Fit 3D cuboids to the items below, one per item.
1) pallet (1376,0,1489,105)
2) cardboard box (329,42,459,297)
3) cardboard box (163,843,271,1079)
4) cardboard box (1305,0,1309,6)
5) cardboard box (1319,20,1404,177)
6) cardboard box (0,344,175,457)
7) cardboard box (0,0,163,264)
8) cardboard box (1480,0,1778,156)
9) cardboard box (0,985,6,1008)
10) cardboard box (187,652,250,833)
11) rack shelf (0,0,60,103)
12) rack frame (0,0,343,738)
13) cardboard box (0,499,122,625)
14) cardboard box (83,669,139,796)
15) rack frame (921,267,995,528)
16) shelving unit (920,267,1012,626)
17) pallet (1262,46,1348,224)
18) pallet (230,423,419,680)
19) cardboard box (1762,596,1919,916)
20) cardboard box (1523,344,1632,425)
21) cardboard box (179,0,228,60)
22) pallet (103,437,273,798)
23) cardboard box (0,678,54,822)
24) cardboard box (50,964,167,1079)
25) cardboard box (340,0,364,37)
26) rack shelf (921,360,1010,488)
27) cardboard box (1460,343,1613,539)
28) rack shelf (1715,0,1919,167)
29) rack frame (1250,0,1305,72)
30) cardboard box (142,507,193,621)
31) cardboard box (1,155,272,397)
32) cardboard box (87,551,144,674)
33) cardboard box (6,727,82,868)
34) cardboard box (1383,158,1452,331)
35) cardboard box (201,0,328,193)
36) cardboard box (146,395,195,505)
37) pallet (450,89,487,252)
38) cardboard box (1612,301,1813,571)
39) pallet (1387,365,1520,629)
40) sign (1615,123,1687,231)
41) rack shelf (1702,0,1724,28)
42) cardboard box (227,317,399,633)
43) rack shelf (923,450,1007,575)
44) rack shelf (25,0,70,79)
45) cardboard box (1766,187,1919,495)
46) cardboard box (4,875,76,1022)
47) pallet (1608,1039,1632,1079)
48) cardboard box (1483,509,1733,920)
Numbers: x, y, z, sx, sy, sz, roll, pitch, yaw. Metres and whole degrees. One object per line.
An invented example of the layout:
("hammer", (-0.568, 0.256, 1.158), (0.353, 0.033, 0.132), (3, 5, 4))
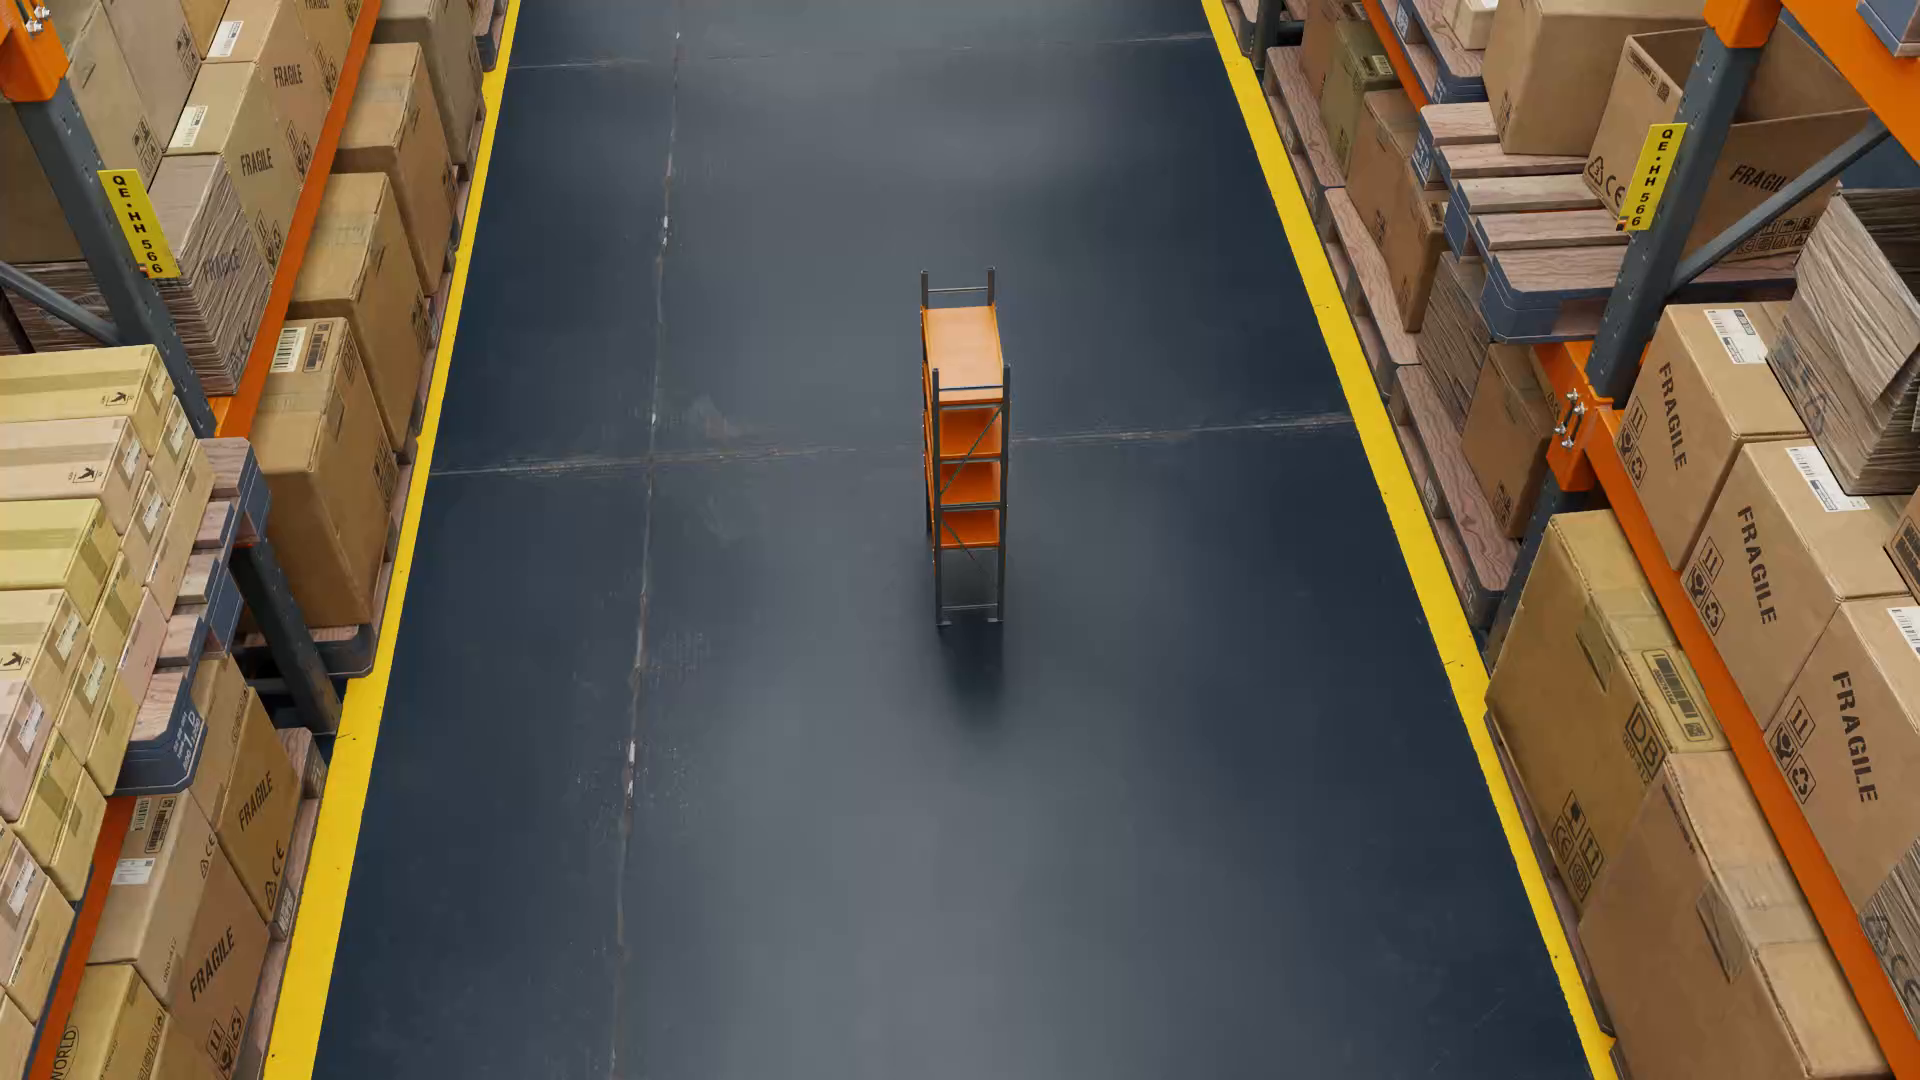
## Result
("pallet", (2.135, -1.975, 6.186), (1.003, 0.211, 1.213), (-3, 47, -3))
("cardboard box", (-2.726, -1.506, 6.870), (1.050, 0.750, 0.750), (-3, 47, -3))
("cardboard box", (-2.254, 1.169, 4.510), (0.500, 0.500, 0.500), (-2, 47, -2))
("cardboard box", (2.013, -3.082, 8.535), (0.500, 0.500, 0.500), (-5, 47, -5))
("cardboard box", (2.058, -2.005, 7.501), (0.700, 0.500, 0.500), (-4, 47, -4))
("cardboard box", (-2.112, -0.318, 3.960), (0.380, 0.149, 0.250), (-5, 47, -5))
("cardboard box", (-2.637, -1.086, 4.455), (0.700, 0.500, 0.500), (-4, 47, -4))
("cardboard box", (2.110, -1.576, 5.318), (0.700, 0.500, 0.500), (3, 47, 3))
("cardboard box", (-1.983, 0.907, 3.004), (0.380, 0.149, 0.250), (-4, 47, -4))
("cardboard box", (-2.291, 0.554, 4.576), (0.500, 0.250, 0.500), (-4, 47, -4))
("rack shelf", (-2.442, 0.280, 2.348), (1.077, 0.370, 4.000), (-3, 47, -3))
("rack frame", (-2.610, -0.382, 4.546), (1.000, 3.000, 0.127), (-3, 47, -3))
("cardboard box", (-2.071, 0.053, 3.608), (0.380, 0.149, 0.250), (-2, 47, -2))
("cardboard box", (-2.052, 0.435, 3.656), (0.380, 0.149, 0.250), (-4, 47, -4))
("rack frame", (-0.007, -0.469, 5.868), (0.240, 1.200, 0.015), (-3, 47, -3))
("shelving unit", (0.014, -0.293, 5.701), (0.258, 1.200, 0.503), (-3, 47, -3))
("pallet", (2.073, -1.983, 7.982), (1.003, 0.211, 1.213), (-3, 47, -3))
("pallet", (-2.601, 0.001, 6.103), (1.003, 0.211, 1.213), (-3, 47, -3))
("cardboard box", (2.203, 0.466, 3.673), (0.500, 0.500, 0.500), (-4, 47, -4))
("cardboard box", (2.255, -0.643, 5.696), (0.500, 0.250, 0.500), (-2, 47, -2))
("cardboard box", (-2.726, -1.823, 5.153), (0.700, 0.500, 0.500), (-4, 47, -4))
("pallet", (-2.444, 0.193, 4.134), (1.213, 0.211, 1.003), (-3, 47, -3))
("cardboard box", (-2.031, 0.421, 3.260), (0.380, 0.149, 0.250), (-3, 47, -3))
("cardboard box", (-2.211, 1.287, 3.881), (0.500, 0.250, 0.500), (-2, 47, -2))
("cardboard box", (-2.550, -2.218, 6.216), (0.500, 0.500, 0.500), (-3, 47, -3))
("rack shelf", (0.014, -0.400, 5.587), (0.258, 0.148, 0.480), (-3, 47, -3))
("cardboard box", (2.265, -0.386, 5.968), (0.700, 0.500, 0.500), (-6, 47, -5))
("rack shelf", (2.509, 0.052, 2.564), (1.077, 0.370, 4.000), (-3, 47, -3))
("rack frame", (2.006, -3.505, 7.503), (1.000, 3.000, 0.127), (-3, 47, -3))
("cardboard box", (-2.091, 0.068, 4.003), (0.380, 0.149, 0.250), (-4, 47, -3))
("cardboard box", (-2.378, -0.758, 4.833), (0.500, 0.500, 0.500), (-3, 47, -3))
("cardboard box", (-2.066, 0.170, 3.702), (0.380, 0.149, 0.250), (-2, 47, -2))
("cardboard box", (-2.027, 0.531, 3.360), (0.380, 0.149, 0.250), (-4, 47, -4))
("cardboard box", (2.152, -1.196, 6.736), (0.700, 0.500, 0.500), (0, 47, 0))
("cardboard box", (-2.465, -1.491, 5.527), (0.500, 0.500, 0.500), (-4, 47, -3))
("cardboard box", (-2.115, -0.213, 4.065), (0.380, 0.149, 0.250), (-3, 47, -2))
("pallet", (-2.805, -1.764, 7.775), (1.003, 0.211, 1.213), (-3, 47, -3))
("cardboard box", (2.111, -0.277, 4.378), (0.500, 0.500, 0.500), (-2, 47, -2))
("pallet", (2.277, -0.217, 6.311), (1.003, 0.211, 1.213), (-3, 47, -3))
("sign", (1.801, -0.942, 4.333), (0.100, 0.325, 0.005), (-3, 47, -3))
("rack shelf", (2.174, -2.842, 5.305), (1.077, 0.370, 4.000), (-3, 47, -3))
("cardboard box", (-2.571, -0.199, 5.633), (1.050, 0.750, 0.750), (-4, 47, -4))
("rack shelf", (0.014, -0.110, 5.894), (0.258, 0.148, 0.480), (-3, 47, -3))
("rack shelf", (-2.777, -2.614, 5.089), (1.077, 0.370, 4.000), (-3, 47, -3))
("cardboard box", (2.386, -0.460, 3.860), (0.797, 0.503, 0.637), (-2, 47, -2))
("cardboard box", (-2.008, 0.817, 3.294), (0.380, 0.149, 0.250), (-2, 47, -2))
("pallet", (2.431, 1.804, 4.396), (1.003, 0.211, 1.213), (-3, 47, -3))
("cardboard box", (2.378, 0.476, 4.907), (1.225, 0.875, 0.875), (-5, 47, -5))
